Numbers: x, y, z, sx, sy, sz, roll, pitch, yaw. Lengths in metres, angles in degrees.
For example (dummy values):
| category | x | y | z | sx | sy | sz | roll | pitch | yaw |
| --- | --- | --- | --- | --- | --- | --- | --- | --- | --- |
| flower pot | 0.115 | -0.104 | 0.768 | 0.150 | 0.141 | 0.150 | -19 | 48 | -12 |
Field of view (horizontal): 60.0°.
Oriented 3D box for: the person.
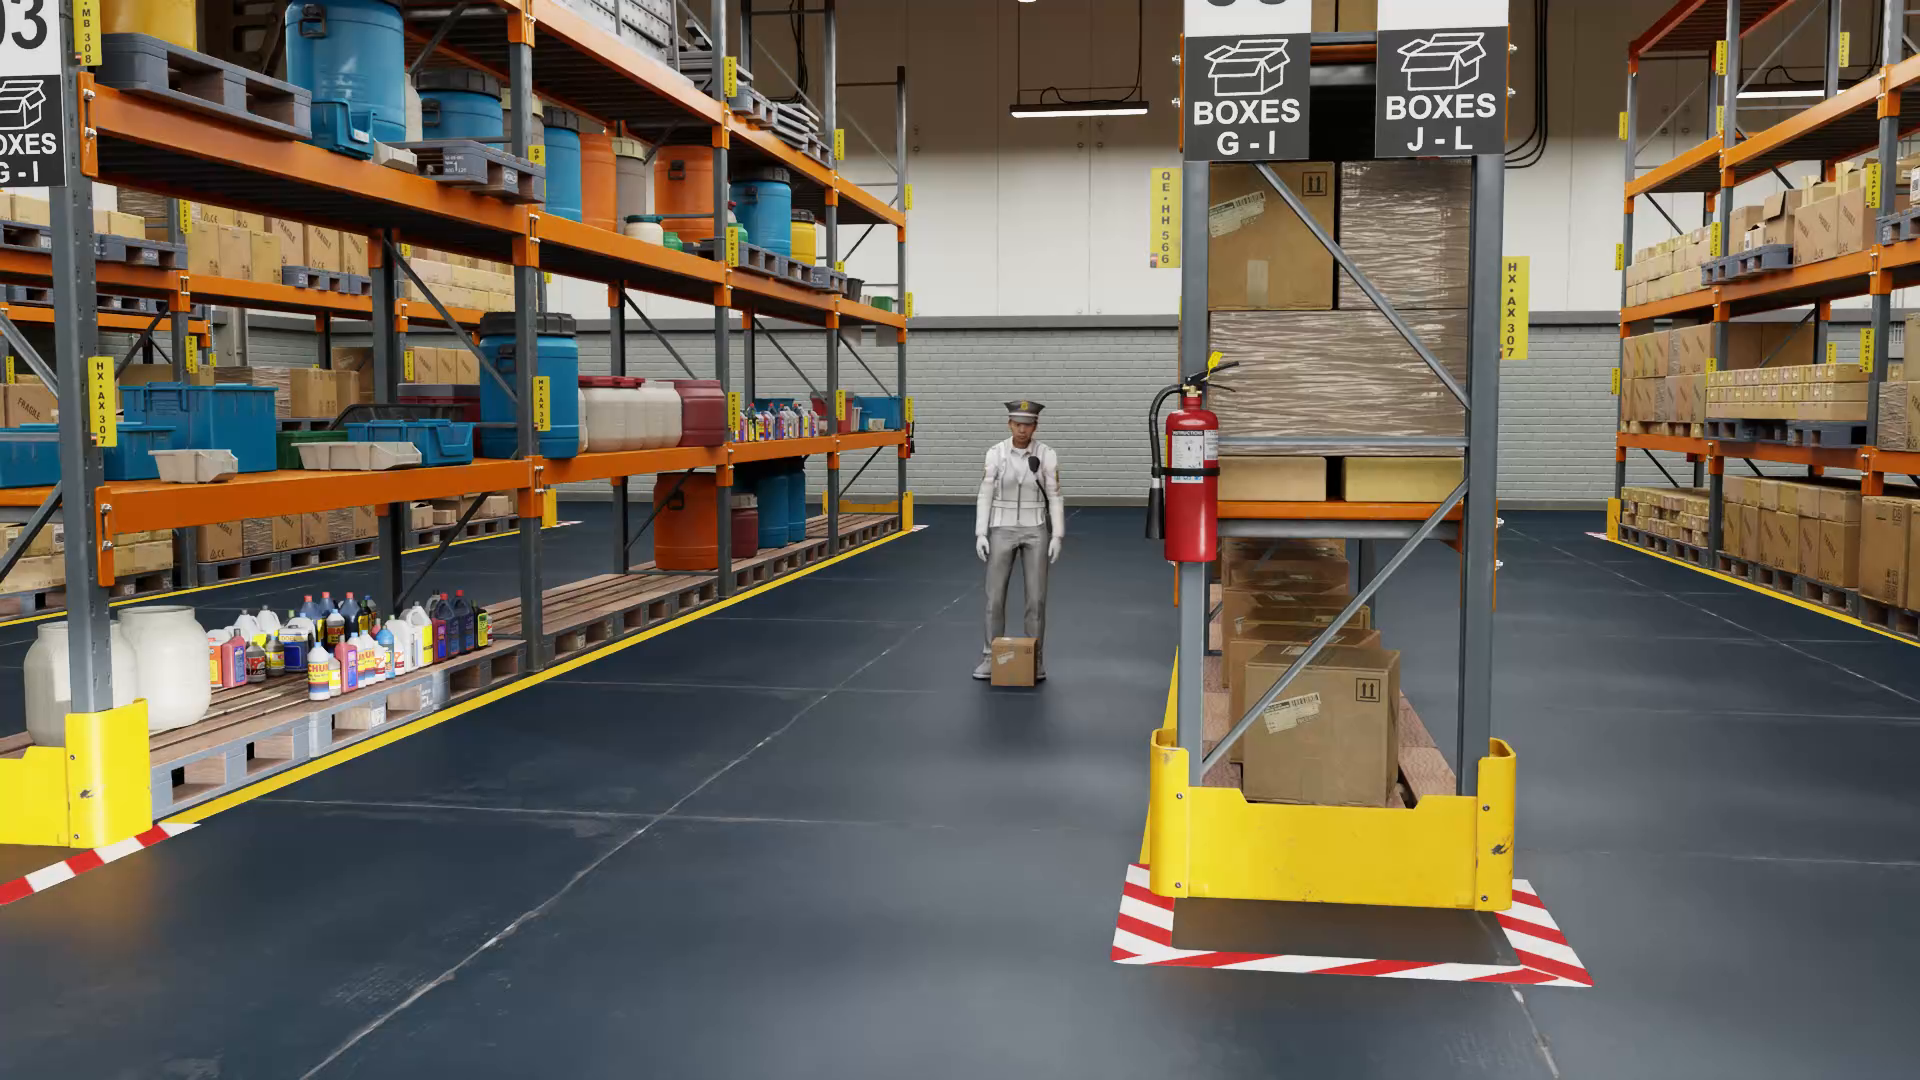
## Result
| category | x | y | z | sx | sy | sz | roll | pitch | yaw |
| --- | --- | --- | --- | --- | --- | --- | --- | --- | --- |
| person | 0.356 | -0.007 | 9.969 | 0.543 | 1.662 | 0.376 | 0 | 5 | 5 |
